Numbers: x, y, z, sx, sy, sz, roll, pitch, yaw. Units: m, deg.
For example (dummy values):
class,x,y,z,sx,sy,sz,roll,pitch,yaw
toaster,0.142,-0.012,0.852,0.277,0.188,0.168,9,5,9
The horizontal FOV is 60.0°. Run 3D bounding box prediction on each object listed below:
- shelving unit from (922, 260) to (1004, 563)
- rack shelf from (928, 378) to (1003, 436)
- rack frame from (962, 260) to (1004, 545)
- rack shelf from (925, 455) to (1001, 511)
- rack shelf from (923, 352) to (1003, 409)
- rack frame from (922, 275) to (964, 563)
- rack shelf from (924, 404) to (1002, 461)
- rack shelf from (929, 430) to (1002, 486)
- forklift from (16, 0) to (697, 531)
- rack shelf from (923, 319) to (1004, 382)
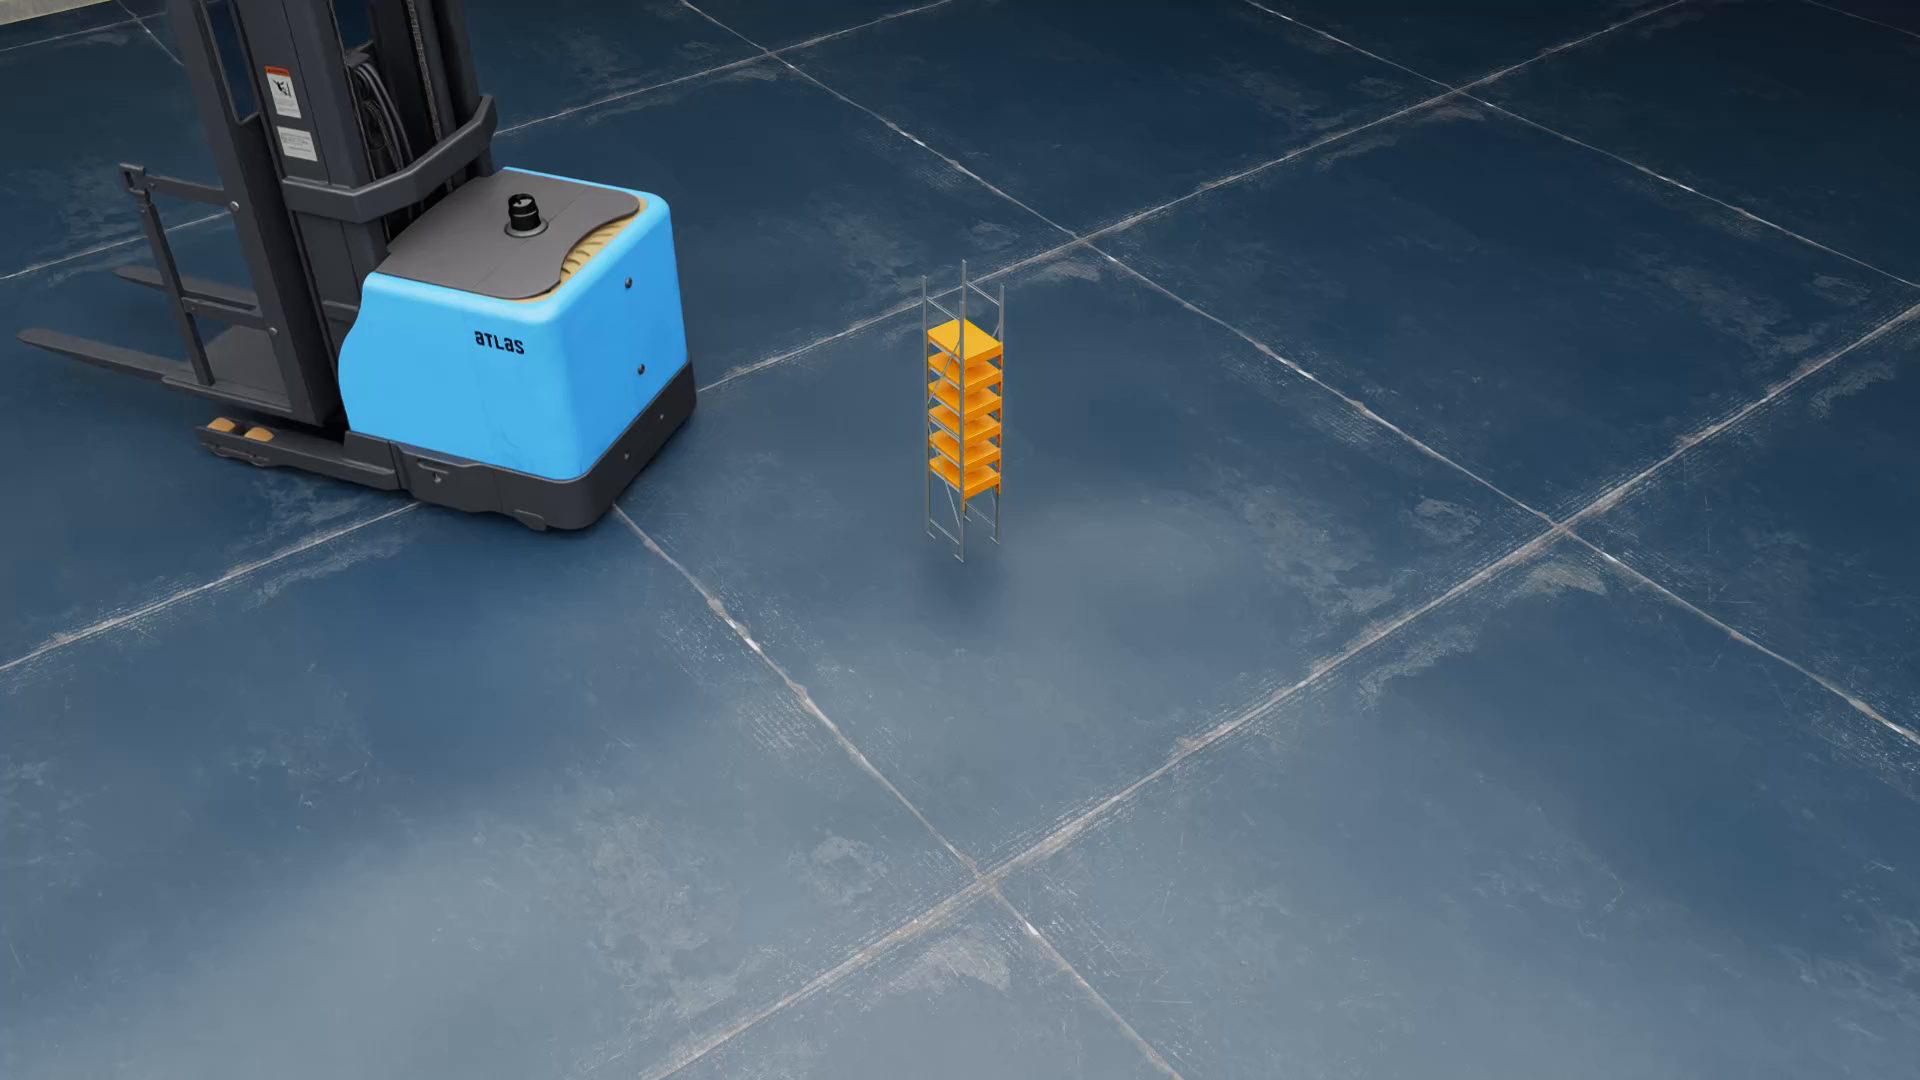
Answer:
class,x,y,z,sx,sy,sz,roll,pitch,yaw
shelving unit,0.011,-0.469,6.376,0.189,1.200,0.258,-26,46,-28
rack shelf,0.011,-0.528,6.328,0.180,0.103,0.258,-26,46,-28
rack frame,0.084,-0.505,6.419,0.006,1.200,0.240,-26,46,-28
rack shelf,0.011,-0.250,6.557,0.180,0.103,0.258,-26,46,-28
rack shelf,0.011,-0.621,6.252,0.180,0.103,0.258,-26,46,-28
rack frame,-0.061,-0.434,6.333,0.006,1.200,0.240,-26,46,-28
rack shelf,0.011,-0.435,6.404,0.180,0.103,0.258,-26,46,-28
rack shelf,0.011,-0.342,6.481,0.180,0.103,0.258,-26,46,-28
forklift,-2.740,-1.747,6.568,3.031,2.935,1.130,13,41,16
rack shelf,0.011,-0.713,6.176,0.180,0.103,0.258,-26,46,-28
